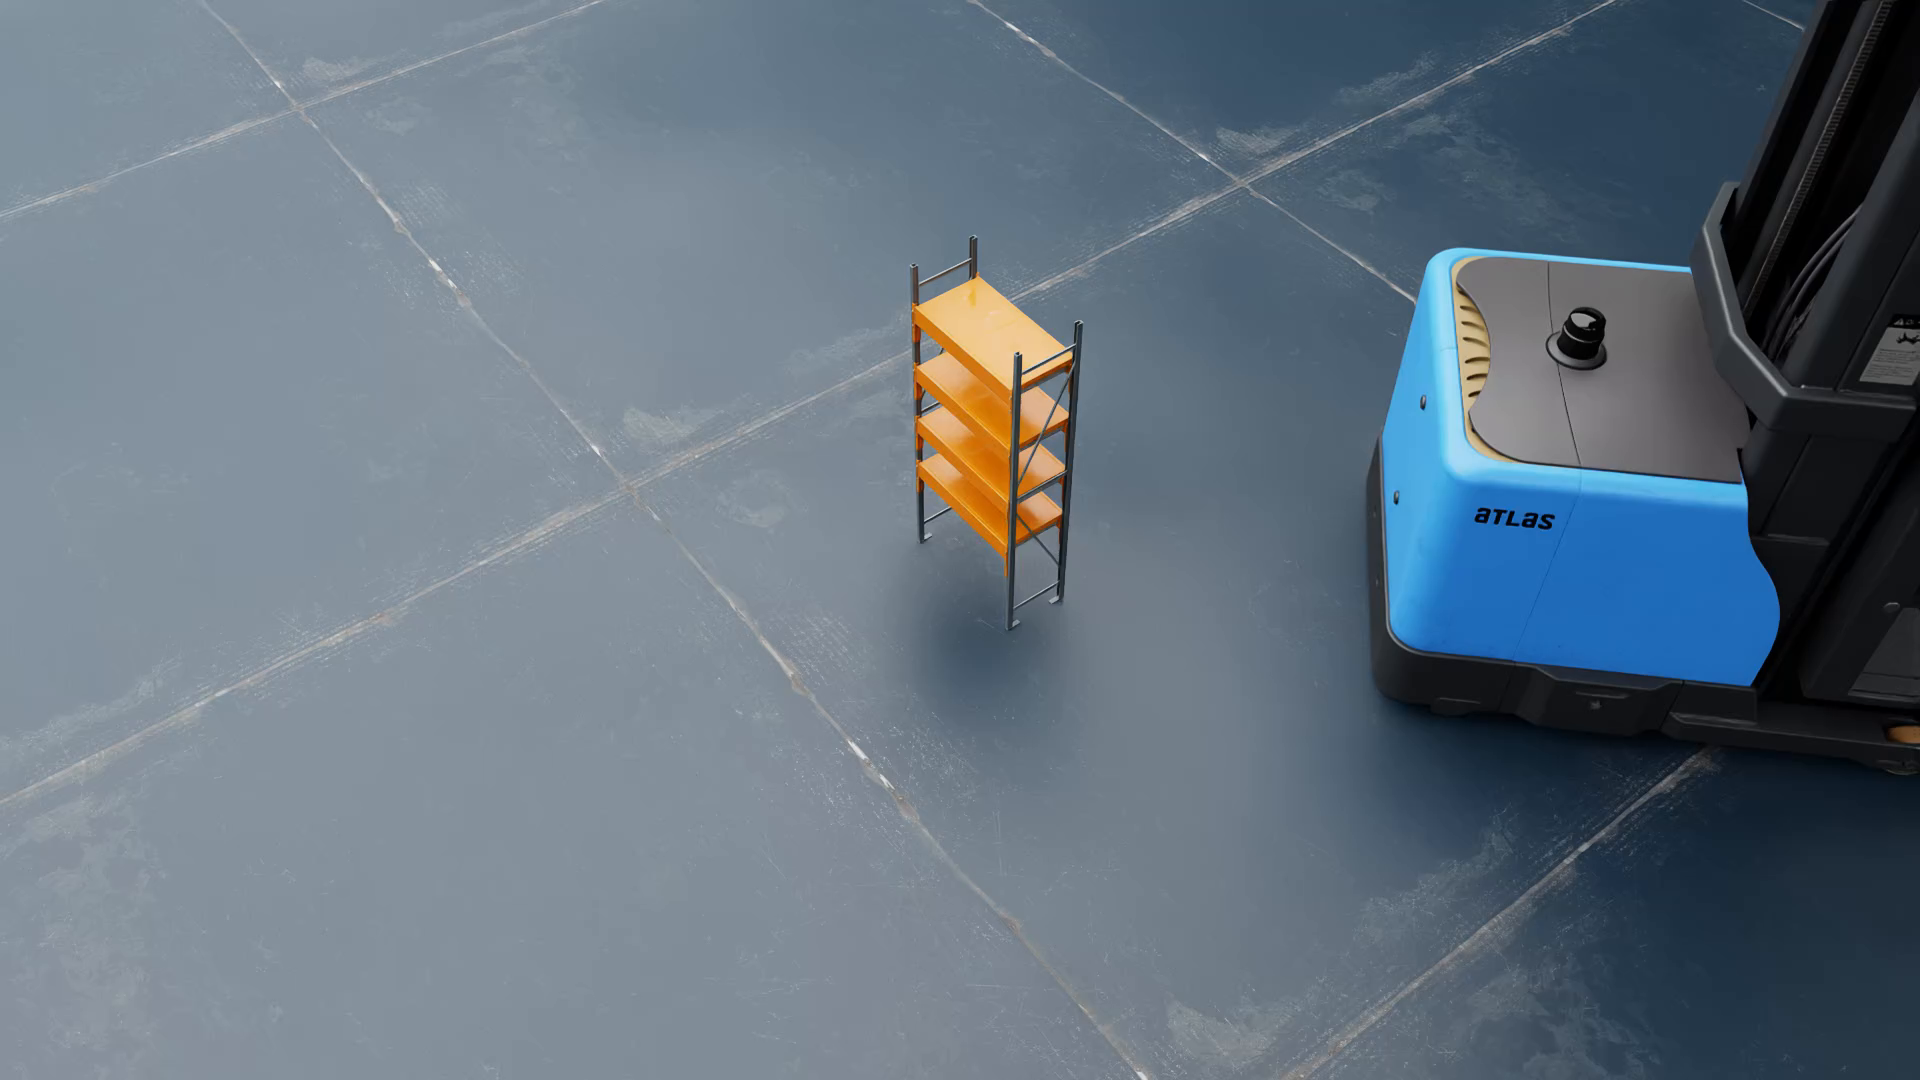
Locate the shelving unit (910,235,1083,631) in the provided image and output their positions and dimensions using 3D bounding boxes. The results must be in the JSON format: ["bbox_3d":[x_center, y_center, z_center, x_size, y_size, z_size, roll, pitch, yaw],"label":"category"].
[{"bbox_3d":[0.100,-0.305,5.217,0.258,1.200,0.503,-29,54,-24],"label":"shelving unit"}]

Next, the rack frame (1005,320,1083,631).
[{"bbox_3d":[0.248,-0.162,5.087,0.240,1.200,0.015,-29,54,-24],"label":"rack frame"}]

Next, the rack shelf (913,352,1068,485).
[{"bbox_3d":[0.100,-0.410,5.101,0.258,0.148,0.480,-29,54,-24],"label":"rack shelf"}]

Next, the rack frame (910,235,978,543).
[{"bbox_3d":[-0.047,-0.449,5.347,0.240,1.200,0.015,-29,54,-24],"label":"rack frame"}]

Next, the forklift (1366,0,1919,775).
[{"bbox_3d":[2.866,-0.668,4.377,3.031,2.935,1.130,6,48,5],"label":"forklift"}]

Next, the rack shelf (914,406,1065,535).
[{"bbox_3d":[0.100,-0.260,5.267,0.258,0.148,0.480,-29,54,-24],"label":"rack shelf"}]

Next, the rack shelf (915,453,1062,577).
[{"bbox_3d":[0.100,-0.127,5.414,0.258,0.148,0.480,-29,54,-24],"label":"rack shelf"}]

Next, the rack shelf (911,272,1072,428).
[{"bbox_3d":[0.100,-0.569,4.926,0.258,0.148,0.480,-29,54,-24],"label":"rack shelf"}]
